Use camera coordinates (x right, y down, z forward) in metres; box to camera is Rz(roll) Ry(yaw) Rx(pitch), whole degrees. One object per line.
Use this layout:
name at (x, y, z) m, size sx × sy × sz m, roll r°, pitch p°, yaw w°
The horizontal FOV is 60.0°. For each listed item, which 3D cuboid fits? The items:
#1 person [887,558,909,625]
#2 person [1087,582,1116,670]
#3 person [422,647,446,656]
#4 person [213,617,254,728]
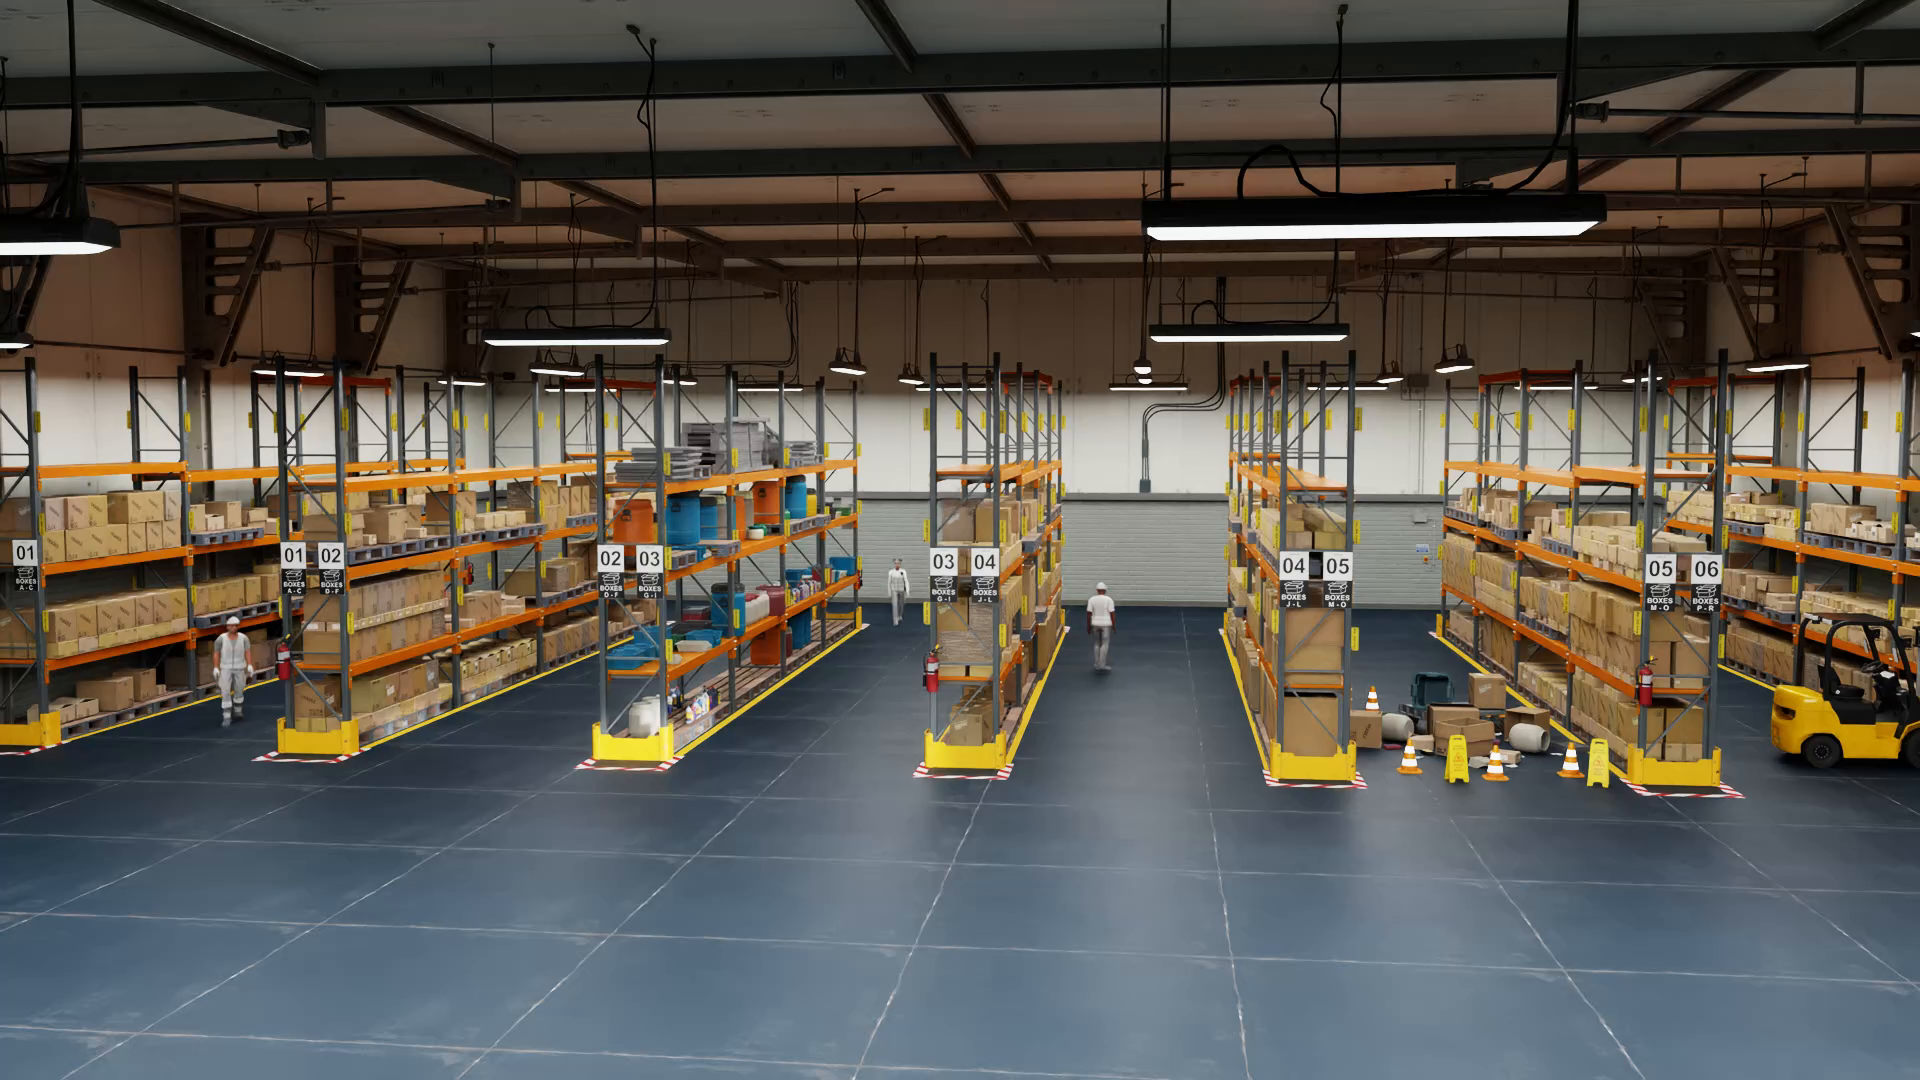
person at (-1.527, 1.254, 41.100) m, size 0.517 × 1.635 × 0.988 m, roll -1°, pitch 4°, yaw -8°
person at (2.862, 1.744, 33.670) m, size 0.616 × 1.764 × 0.497 m, roll 2°, pitch 5°, yaw 27°
person at (-11.253, 1.663, 35.173) m, size 0.651 × 1.659 × 1.084 m, roll 1°, pitch 4°, yaw 9°
person at (-12.102, 2.159, 27.681) m, size 0.629 × 1.770 × 0.959 m, roll -2°, pitch 4°, yaw -23°
